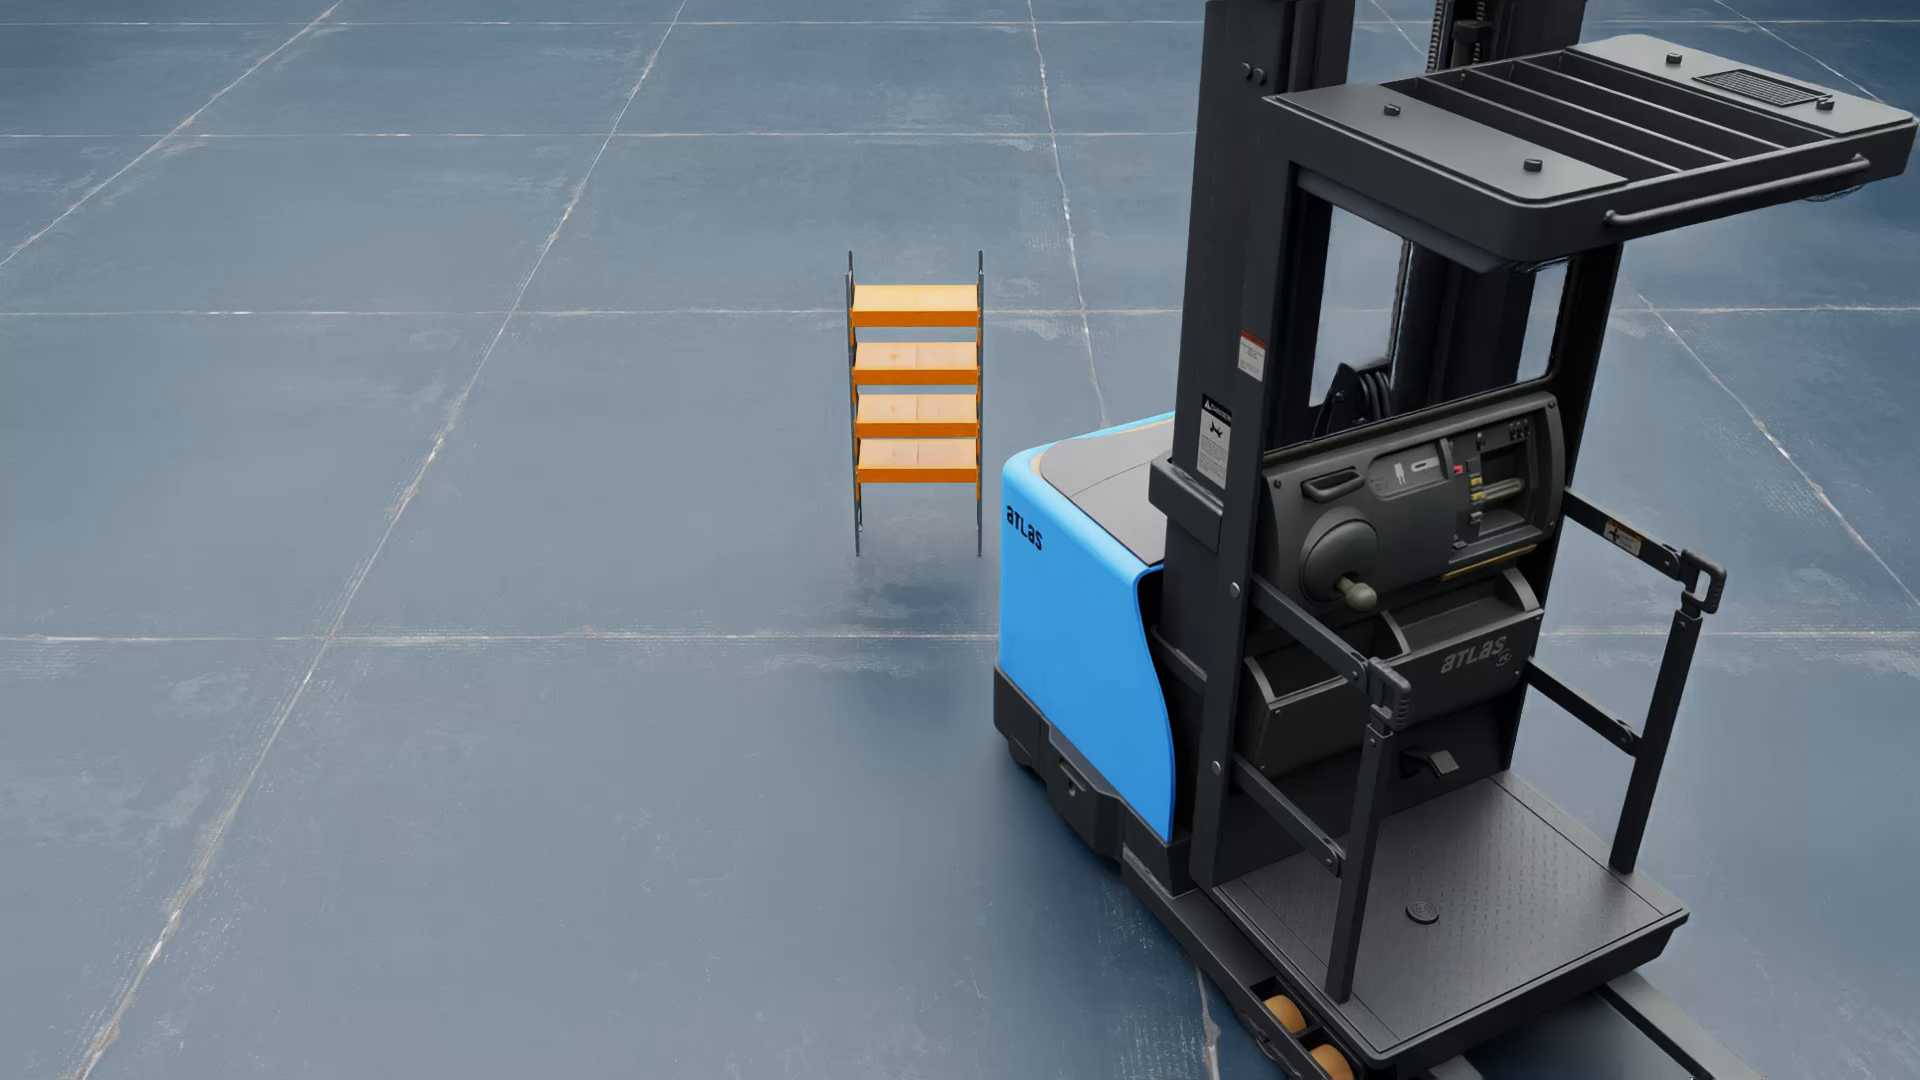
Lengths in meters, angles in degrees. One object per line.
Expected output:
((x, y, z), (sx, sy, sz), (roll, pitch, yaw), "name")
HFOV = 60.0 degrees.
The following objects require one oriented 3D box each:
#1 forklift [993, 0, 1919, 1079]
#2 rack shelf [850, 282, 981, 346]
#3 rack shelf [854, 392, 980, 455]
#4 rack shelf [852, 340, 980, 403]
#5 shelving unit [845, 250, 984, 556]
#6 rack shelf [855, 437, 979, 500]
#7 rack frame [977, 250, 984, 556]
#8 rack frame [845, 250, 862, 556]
((1.254, -0.044, 3.996), (1.130, 2.935, 3.031), (-16, 35, -24), "forklift")
((-0.166, -0.848, 6.234), (0.480, 0.148, 0.258), (0, 31, 0), "rack shelf")
((-0.166, -0.455, 6.473), (0.480, 0.148, 0.258), (0, 31, 0), "rack shelf")
((-0.166, -0.646, 6.357), (0.480, 0.148, 0.258), (0, 31, 0), "rack shelf")
((-0.166, -0.512, 6.438), (0.503, 1.200, 0.258), (0, 31, 0), "shelving unit")
((-0.166, -0.285, 6.576), (0.480, 0.148, 0.258), (0, 31, 0), "rack shelf")
((0.078, -0.513, 6.439), (0.015, 1.200, 0.240), (0, 31, 0), "rack frame")
((-0.410, -0.512, 6.437), (0.015, 1.200, 0.240), (0, 31, 0), "rack frame")
